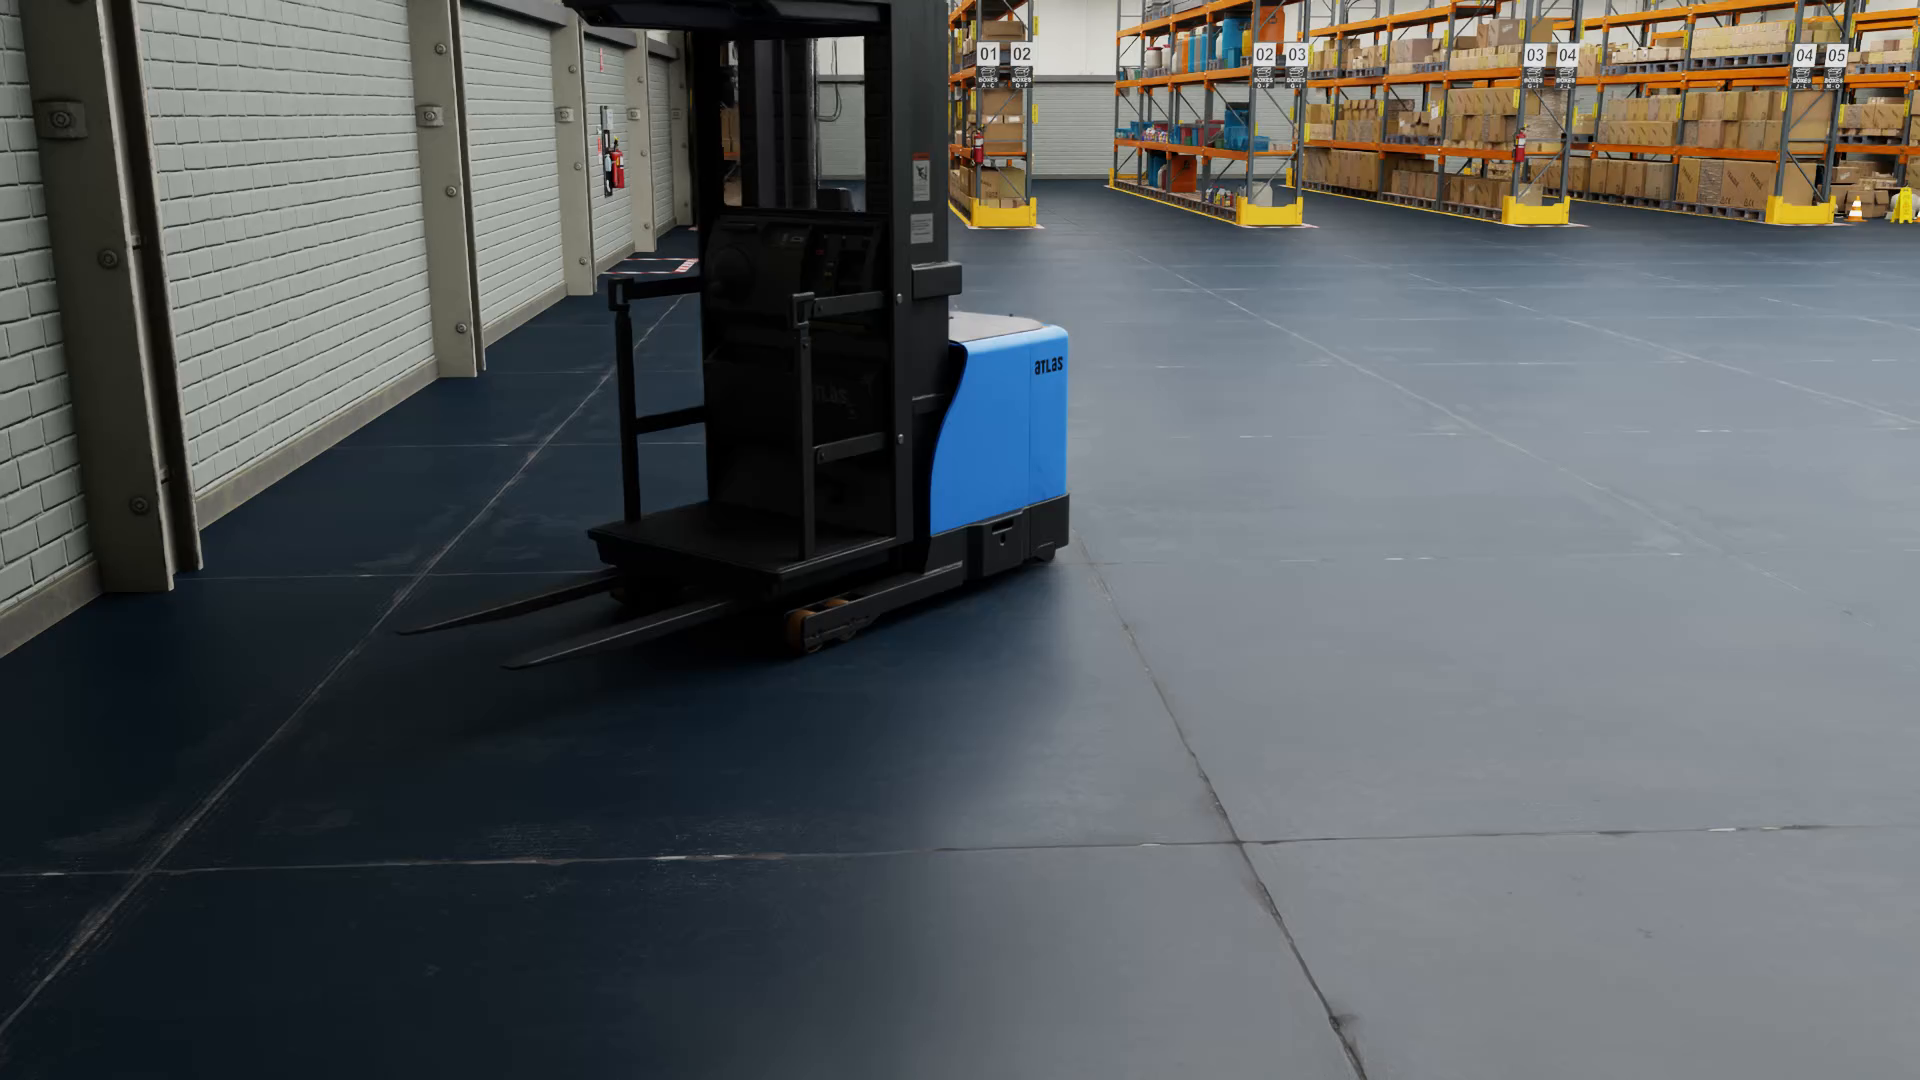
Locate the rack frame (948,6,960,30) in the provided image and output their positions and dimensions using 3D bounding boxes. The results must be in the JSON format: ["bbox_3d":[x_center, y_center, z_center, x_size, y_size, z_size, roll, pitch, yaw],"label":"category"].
[{"bbox_3d":[0.044,-13.054,40.705,1.000,3.000,0.127,-1,14,-3],"label":"rack frame"}]

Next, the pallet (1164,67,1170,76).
[{"bbox_3d":[5.286,-10.783,38.274,1.003,0.211,1.213,-1,14,-3],"label":"pallet"}]

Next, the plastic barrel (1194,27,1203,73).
[{"bbox_3d":[5.195,-10.216,34.687,0.600,0.901,0.600,0,14,0],"label":"plastic barrel"}]

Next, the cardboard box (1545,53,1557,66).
[{"bbox_3d":[10.903,-8.821,30.570,0.500,0.250,0.500,0,14,-2],"label":"cardboard box"}]

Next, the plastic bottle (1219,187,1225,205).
[{"bbox_3d":[5.169,-6.759,32.710,0.144,0.351,0.185,0,14,-1],"label":"plastic bottle"}]

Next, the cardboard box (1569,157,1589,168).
[{"bbox_3d":[14.790,-9.005,39.675,0.500,0.250,0.500,-1,14,-3],"label":"cardboard box"}]

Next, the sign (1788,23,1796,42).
[{"bbox_3d":[15.090,-9.206,30.150,0.100,0.325,0.005,-1,14,-3],"label":"sign"}]

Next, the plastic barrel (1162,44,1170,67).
[{"bbox_3d":[4.976,-11.390,39.141,0.433,0.535,0.433,0,14,0],"label":"plastic barrel"}]

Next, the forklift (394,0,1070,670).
[{"bbox_3d":[-0.804,-1.127,6.523,1.130,2.935,3.031,11,18,37],"label":"forklift"}]

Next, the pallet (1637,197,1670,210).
[{"bbox_3d":[15.261,-7.203,35.599,1.003,0.211,1.213,-1,14,-3],"label":"pallet"}]

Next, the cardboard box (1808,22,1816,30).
[{"bbox_3d":[15.914,-9.487,30.721,0.380,0.149,0.250,-1,14,-3],"label":"cardboard box"}]

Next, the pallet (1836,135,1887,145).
[{"bbox_3d":[20.234,-8.875,36.884,1.003,0.211,1.213,-1,14,-3],"label":"pallet"}]

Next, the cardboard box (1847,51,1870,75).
[{"bbox_3d":[20.194,-10.583,36.912,0.797,0.503,0.637,-1,14,-3],"label":"cardboard box"}]

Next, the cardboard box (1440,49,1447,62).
[{"bbox_3d":[10.269,-10.135,34.803,0.396,0.266,0.258,0,14,-1],"label":"cardboard box"}]

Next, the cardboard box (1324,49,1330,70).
[{"bbox_3d":[9.795,-12.382,42.865,0.700,0.500,0.500,0,14,-1],"label":"cardboard box"}]

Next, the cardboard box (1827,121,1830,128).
[{"bbox_3d":[19.907,-9.610,37.717,0.500,0.500,0.500,0,14,-1],"label":"cardboard box"}]

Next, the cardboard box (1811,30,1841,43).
[{"bbox_3d":[15.858,-9.268,30.669,0.500,0.250,0.500,-1,14,-4],"label":"cardboard box"}]

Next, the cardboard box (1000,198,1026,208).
[{"bbox_3d":[0.977,-6.173,30.675,0.500,0.250,0.500,-1,14,-3],"label":"cardboard box"}]

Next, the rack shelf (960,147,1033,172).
[{"bbox_3d":[0.664,-7.314,31.876,1.077,0.370,4.000,-1,14,-3],"label":"rack shelf"}]

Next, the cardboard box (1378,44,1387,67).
[{"bbox_3d":[10.070,-11.163,38.323,0.797,0.503,0.637,0,14,0],"label":"cardboard box"}]

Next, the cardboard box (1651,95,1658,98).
[{"bbox_3d":[19.321,-12.203,45.926,0.380,0.149,0.250,-1,14,-2],"label":"cardboard box"}]

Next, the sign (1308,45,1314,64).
[{"bbox_3d":[6.281,-8.705,29.800,0.100,0.325,0.005,-1,14,-3],"label":"sign"}]

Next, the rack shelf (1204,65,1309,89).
[{"bbox_3d":[5.608,-8.842,31.796,1.077,0.370,4.000,-1,14,-3],"label":"rack shelf"}]

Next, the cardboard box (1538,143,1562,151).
[{"bbox_3d":[10.896,-7.270,30.765,0.380,0.149,0.250,-1,14,-3],"label":"cardboard box"}]

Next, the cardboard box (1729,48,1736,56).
[{"bbox_3d":[15.162,-9.472,32.260,0.380,0.149,0.250,-1,14,-3],"label":"cardboard box"}]

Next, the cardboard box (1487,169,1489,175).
[{"bbox_3d":[14.389,-9.986,45.099,0.380,0.149,0.250,0,14,-2],"label":"cardboard box"}]

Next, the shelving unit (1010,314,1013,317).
[{"bbox_3d":[0.152,-0.563,8.109,0.215,1.050,0.252,1,14,3],"label":"shelving unit"}]

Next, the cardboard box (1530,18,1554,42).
[{"bbox_3d":[10.853,-9.577,31.409,0.500,0.500,0.500,-1,14,-4],"label":"cardboard box"}]

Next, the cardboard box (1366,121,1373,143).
[{"bbox_3d":[9.877,-9.598,39.108,0.500,0.500,0.500,-1,14,-4],"label":"cardboard box"}]

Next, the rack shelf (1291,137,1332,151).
[{"bbox_3d":[9.808,-10.450,44.066,1.077,0.370,4.000,-1,14,-3],"label":"rack shelf"}]

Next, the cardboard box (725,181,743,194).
[{"bbox_3d":[-4.140,-6.588,31.746,0.700,0.500,0.500,-2,15,-7],"label":"cardboard box"}]

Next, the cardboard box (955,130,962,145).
[{"bbox_3d":[0.154,-8.886,36.721,0.500,0.311,0.500,-1,14,-4],"label":"cardboard box"}]

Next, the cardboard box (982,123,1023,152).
[{"bbox_3d":[0.772,-7.329,30.292,0.700,0.500,0.500,-1,14,-3],"label":"cardboard box"}]

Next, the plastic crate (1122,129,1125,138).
[{"bbox_3d":[4.509,-10.773,44.094,0.416,0.233,0.300,-1,14,-3],"label":"plastic crate"}]

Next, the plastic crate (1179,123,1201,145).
[{"bbox_3d":[5.031,-8.854,36.291,0.402,0.464,0.583,-1,14,-3],"label":"plastic crate"}]

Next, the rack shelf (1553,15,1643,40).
[{"bbox_3d":[15.012,-12.218,39.702,1.077,0.370,4.000,-1,14,-3],"label":"rack shelf"}]

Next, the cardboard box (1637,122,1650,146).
[{"bbox_3d":[15.022,-8.788,35.963,0.500,0.500,0.500,-1,14,-3],"label":"cardboard box"}]

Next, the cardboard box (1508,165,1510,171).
[{"bbox_3d":[14.590,-9.738,43.540,0.380,0.149,0.250,0,14,-2],"label":"cardboard box"}]

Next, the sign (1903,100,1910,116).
[{"bbox_3d":[19.765,-9.016,34.724,0.100,0.325,0.005,-1,14,-3],"label":"sign"}]

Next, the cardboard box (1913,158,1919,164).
[{"bbox_3d":[24.628,-9.678,42.491,0.380,0.149,0.250,-1,14,-5],"label":"cardboard box"}]

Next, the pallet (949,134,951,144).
[{"bbox_3d":[0.180,-9.229,38.261,1.213,0.211,1.003,-1,14,-3],"label":"pallet"}]

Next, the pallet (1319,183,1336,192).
[{"bbox_3d":[9.963,-9.141,43.130,1.003,0.211,1.213,-1,14,-3],"label":"pallet"}]

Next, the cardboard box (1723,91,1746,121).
[{"bbox_3d":[15.460,-8.463,32.431,0.875,0.550,0.500,-1,14,-3],"label":"cardboard box"}]

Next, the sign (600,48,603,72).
[{"bbox_3d":[-4.675,-6.260,21.684,0.001,0.298,0.199,-1,14,-3],"label":"sign"}]

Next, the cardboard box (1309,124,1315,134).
[{"bbox_3d":[9.548,-10.860,43.919,0.500,0.250,0.500,-1,14,-5],"label":"cardboard box"}]

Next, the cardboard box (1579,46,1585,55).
[{"bbox_3d":[14.752,-11.646,39.512,0.396,0.266,0.258,-1,14,-3],"label":"cardboard box"}]

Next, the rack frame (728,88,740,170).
[{"bbox_3d":[-4.652,-9.077,37.285,1.000,3.000,0.127,-1,14,-3],"label":"rack frame"}]

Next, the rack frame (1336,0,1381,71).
[{"bbox_3d":[9.932,-13.206,41.295,1.000,3.000,0.127,-1,14,-3],"label":"rack frame"}]

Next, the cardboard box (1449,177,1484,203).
[{"bbox_3d":[10.412,-7.204,34.180,0.500,0.500,0.500,-1,14,-5],"label":"cardboard box"}]

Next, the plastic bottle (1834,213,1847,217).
[{"bbox_3d":[17.376,-6.430,32.894,0.133,0.061,0.283,-6,16,-23],"label":"plastic bottle"}]

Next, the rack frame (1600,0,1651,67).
[{"bbox_3d":[15.136,-12.263,37.629,1.000,3.000,0.127,-1,14,-3],"label":"rack frame"}]

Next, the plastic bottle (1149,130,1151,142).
[{"bbox_3d":[4.640,-9.849,40.522,0.061,0.283,0.133,-1,14,-3],"label":"plastic bottle"}]
